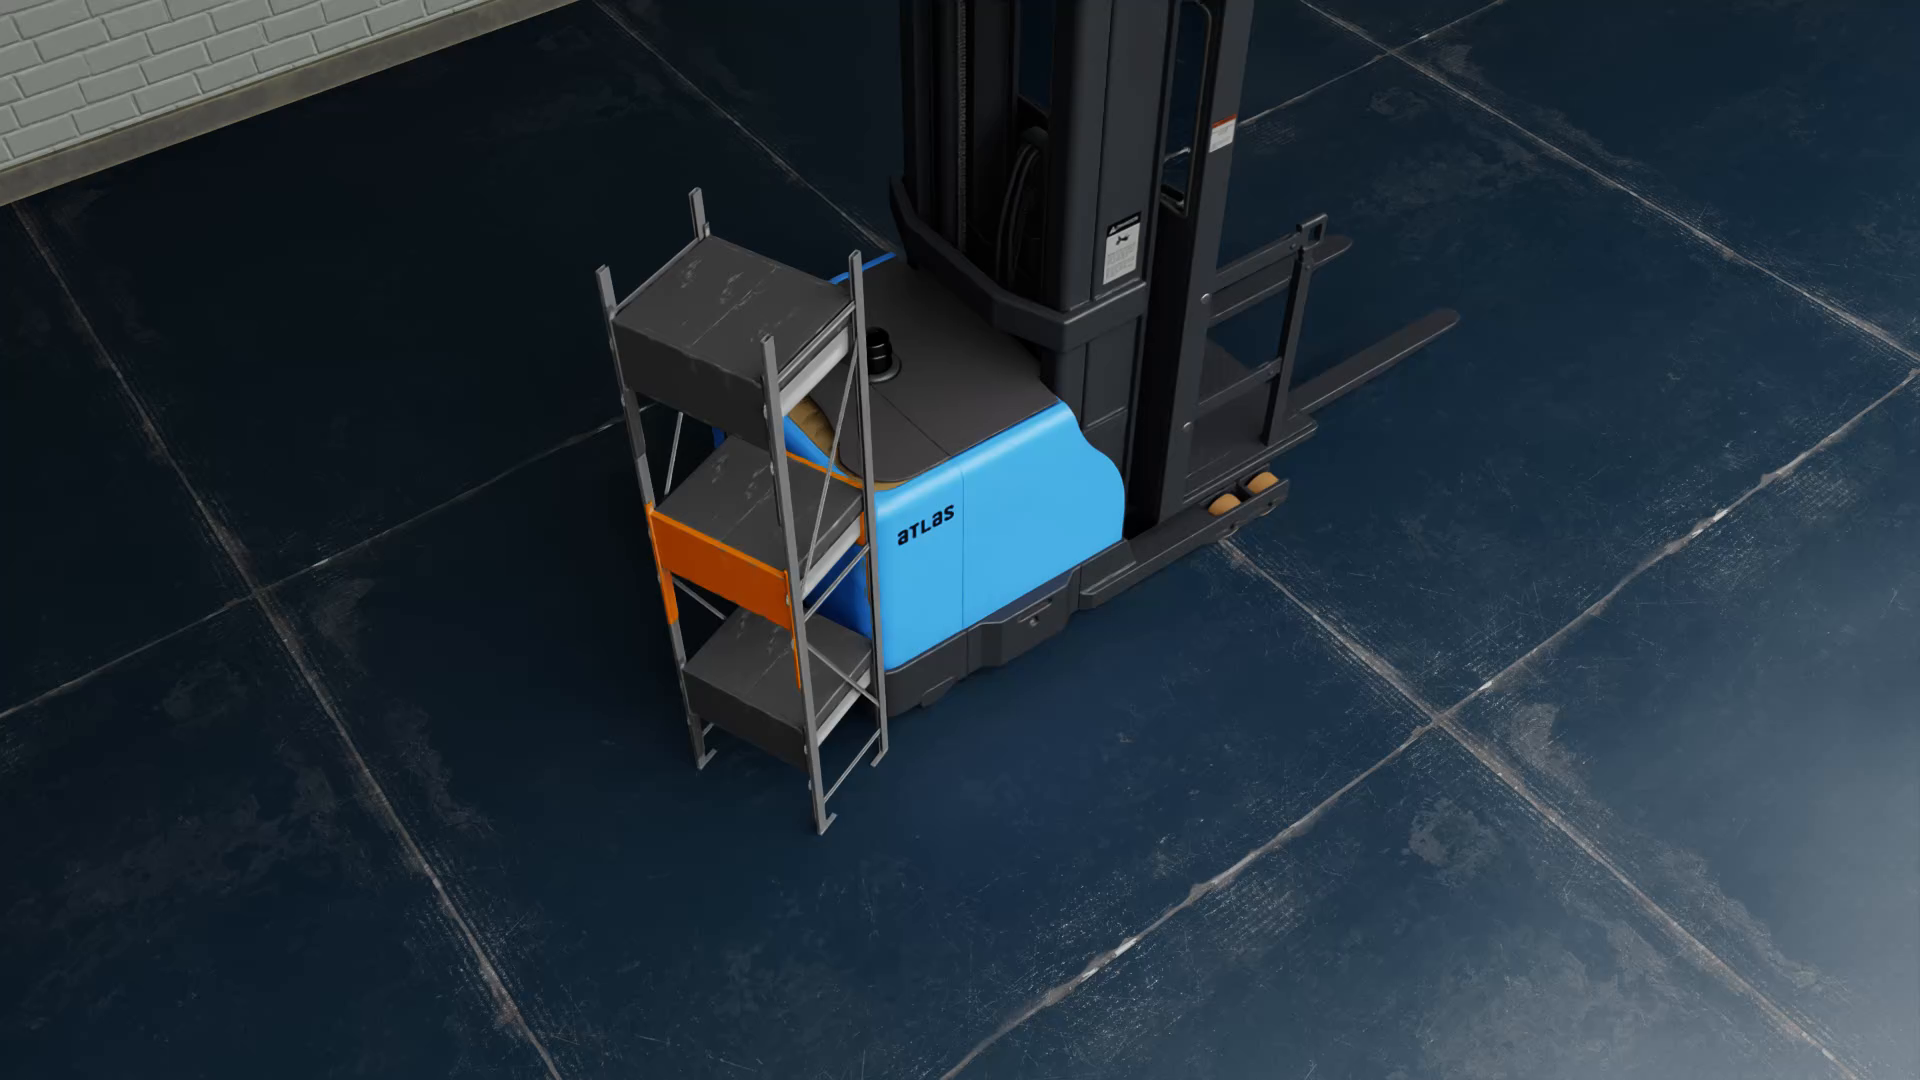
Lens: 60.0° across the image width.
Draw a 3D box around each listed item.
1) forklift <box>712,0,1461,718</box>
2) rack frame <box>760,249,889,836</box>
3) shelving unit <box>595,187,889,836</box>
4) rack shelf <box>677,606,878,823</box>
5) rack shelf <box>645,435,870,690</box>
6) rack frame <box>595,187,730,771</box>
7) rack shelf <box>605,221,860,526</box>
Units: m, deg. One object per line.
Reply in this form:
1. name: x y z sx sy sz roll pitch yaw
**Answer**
1. forklift: 0.628 -1.283 5.434 3.031 2.935 1.130 -29 54 -23
2. rack frame: -0.352 0.124 4.720 0.015 2.100 0.400 24 52 20
3. shelving unit: -0.560 0.030 4.805 0.503 2.100 0.431 24 52 20
4. rack shelf: -0.560 0.510 5.334 0.480 0.518 0.431 24 52 20
5. rack shelf: -0.560 0.039 4.815 0.480 0.518 0.431 24 52 20
6. rack frame: -0.768 -0.064 4.891 0.015 2.100 0.400 24 52 20
7. rack shelf: -0.560 -0.431 4.297 0.480 0.518 0.431 24 52 20
